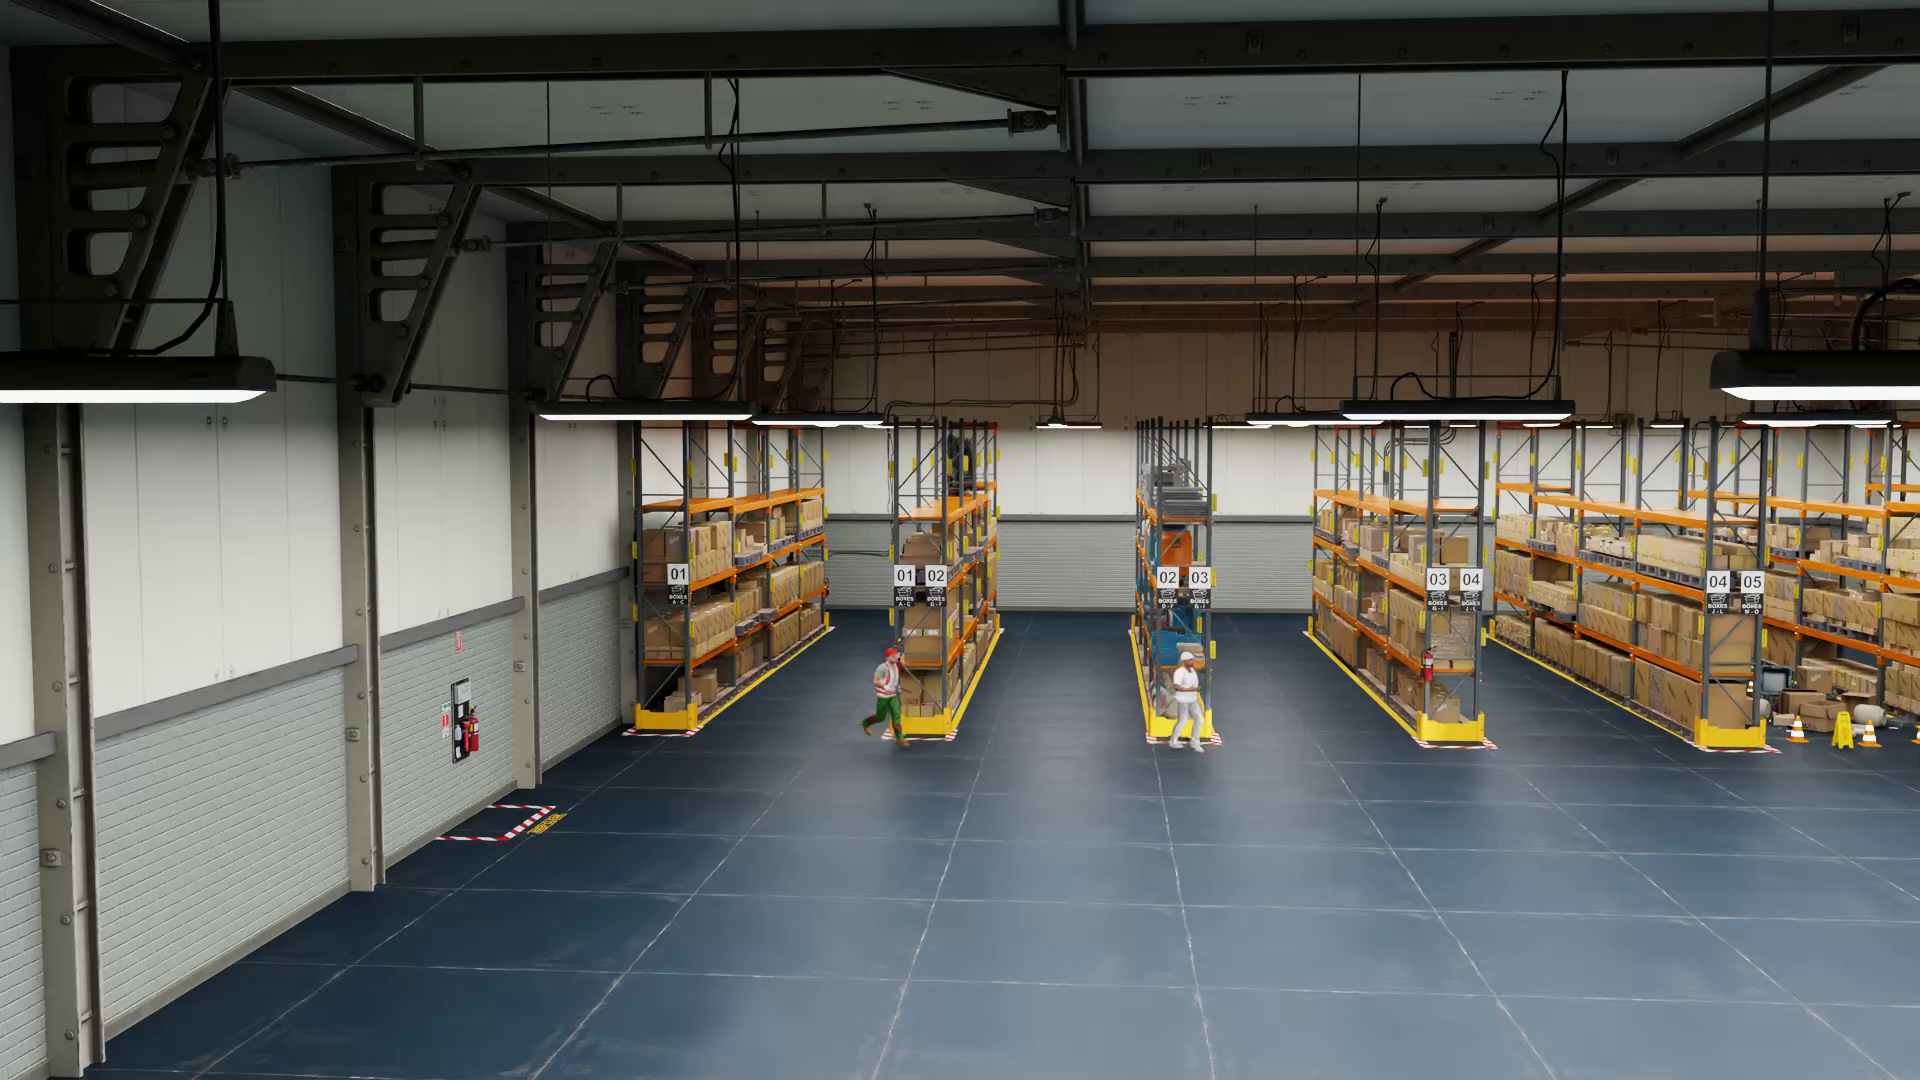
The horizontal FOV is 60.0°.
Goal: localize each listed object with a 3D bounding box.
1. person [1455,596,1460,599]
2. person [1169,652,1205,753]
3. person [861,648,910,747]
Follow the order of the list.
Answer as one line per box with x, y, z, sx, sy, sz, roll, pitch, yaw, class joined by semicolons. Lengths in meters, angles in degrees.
14.203;1.813;46.926;0.710;1.785;0.754;-3;5;-36;person
4.060;2.891;29.679;0.679;1.786;0.693;-4;5;-44;person
-1.322;2.844;30.309;1.121;1.752;0.667;3;5;42;person
